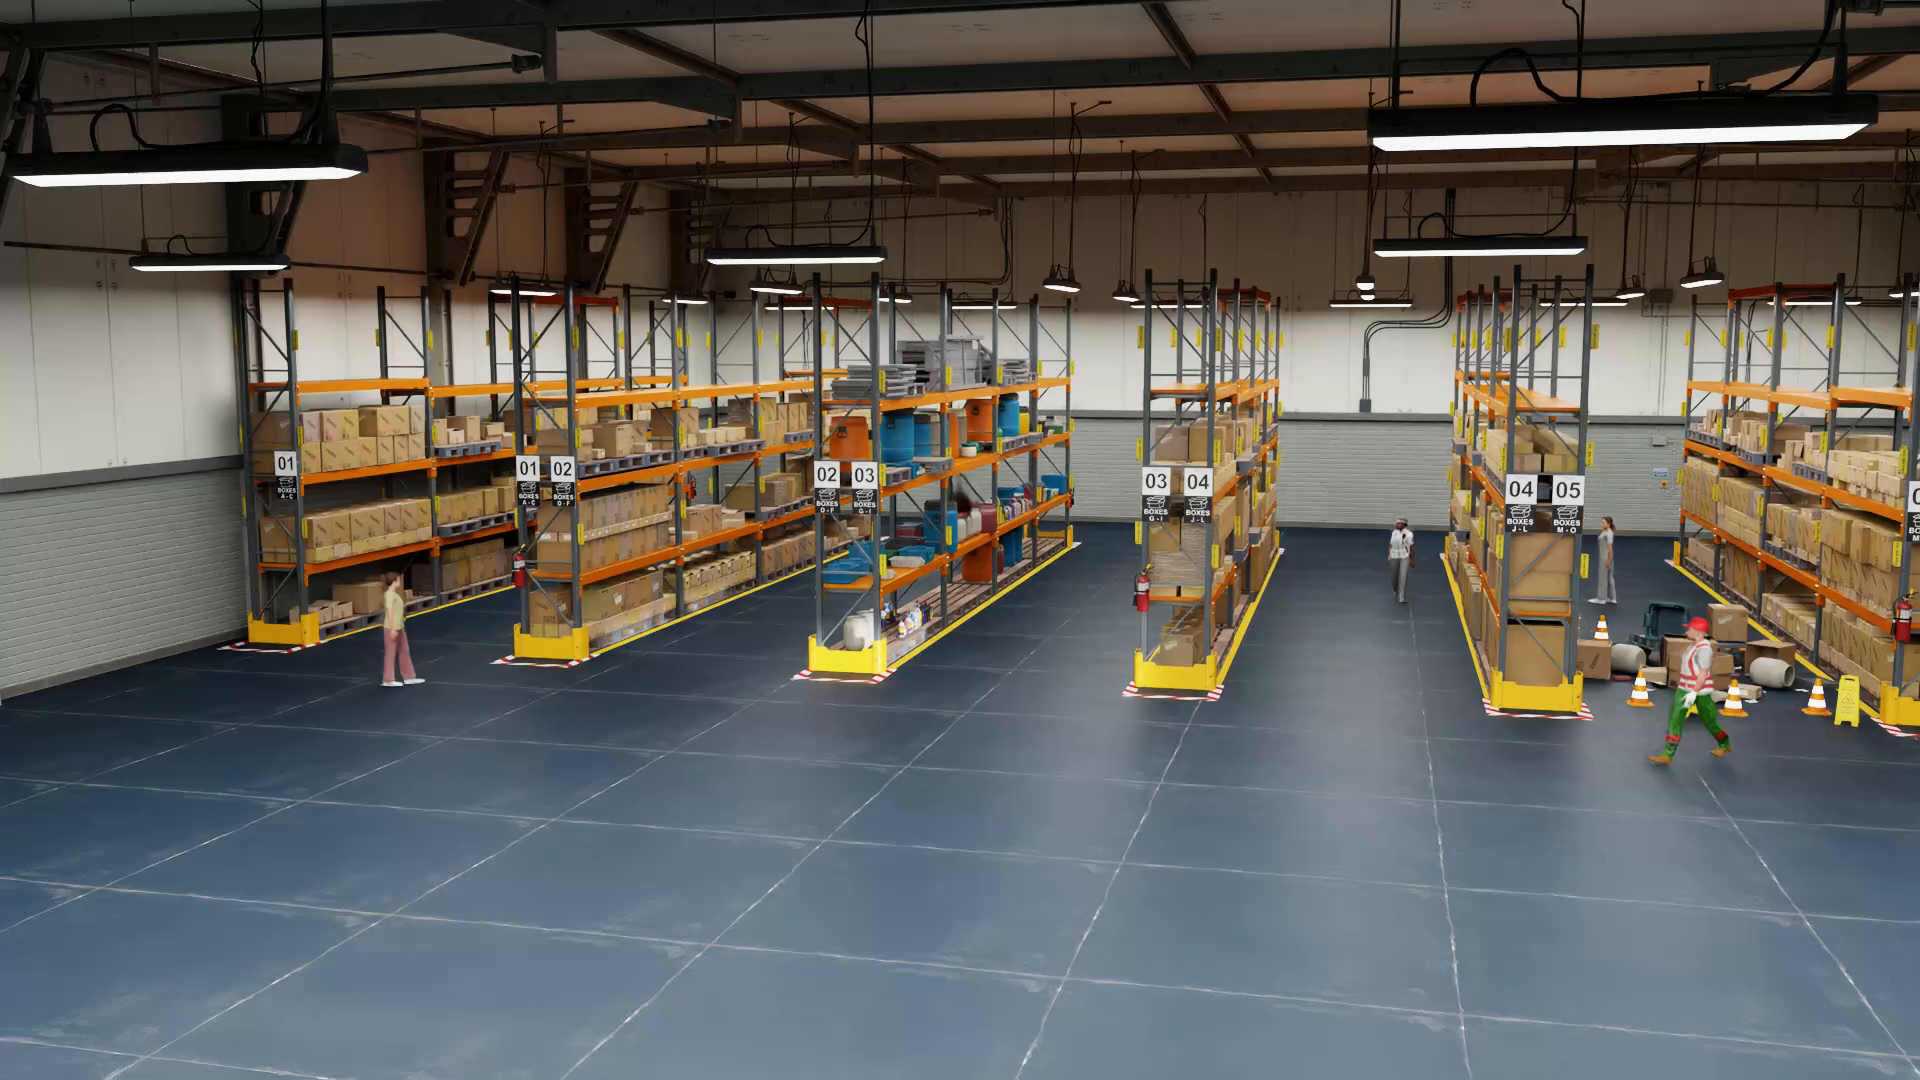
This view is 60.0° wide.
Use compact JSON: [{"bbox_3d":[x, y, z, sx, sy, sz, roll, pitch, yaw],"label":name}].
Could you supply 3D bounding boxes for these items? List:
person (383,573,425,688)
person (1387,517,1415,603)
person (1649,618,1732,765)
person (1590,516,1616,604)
[{"bbox_3d":[-8.090,1.305,24.081,0.503,1.679,0.511,0,7,0],"label":"person"},{"bbox_3d":[8.492,0.359,31.999,0.520,1.630,0.798,2,7,18],"label":"person"},{"bbox_3d":[8.715,1.791,19.675,1.076,1.752,0.486,-5,8,-34],"label":"person"},{"bbox_3d":[12.336,0.381,31.777,0.406,1.676,0.501,5,9,36],"label":"person"}]
